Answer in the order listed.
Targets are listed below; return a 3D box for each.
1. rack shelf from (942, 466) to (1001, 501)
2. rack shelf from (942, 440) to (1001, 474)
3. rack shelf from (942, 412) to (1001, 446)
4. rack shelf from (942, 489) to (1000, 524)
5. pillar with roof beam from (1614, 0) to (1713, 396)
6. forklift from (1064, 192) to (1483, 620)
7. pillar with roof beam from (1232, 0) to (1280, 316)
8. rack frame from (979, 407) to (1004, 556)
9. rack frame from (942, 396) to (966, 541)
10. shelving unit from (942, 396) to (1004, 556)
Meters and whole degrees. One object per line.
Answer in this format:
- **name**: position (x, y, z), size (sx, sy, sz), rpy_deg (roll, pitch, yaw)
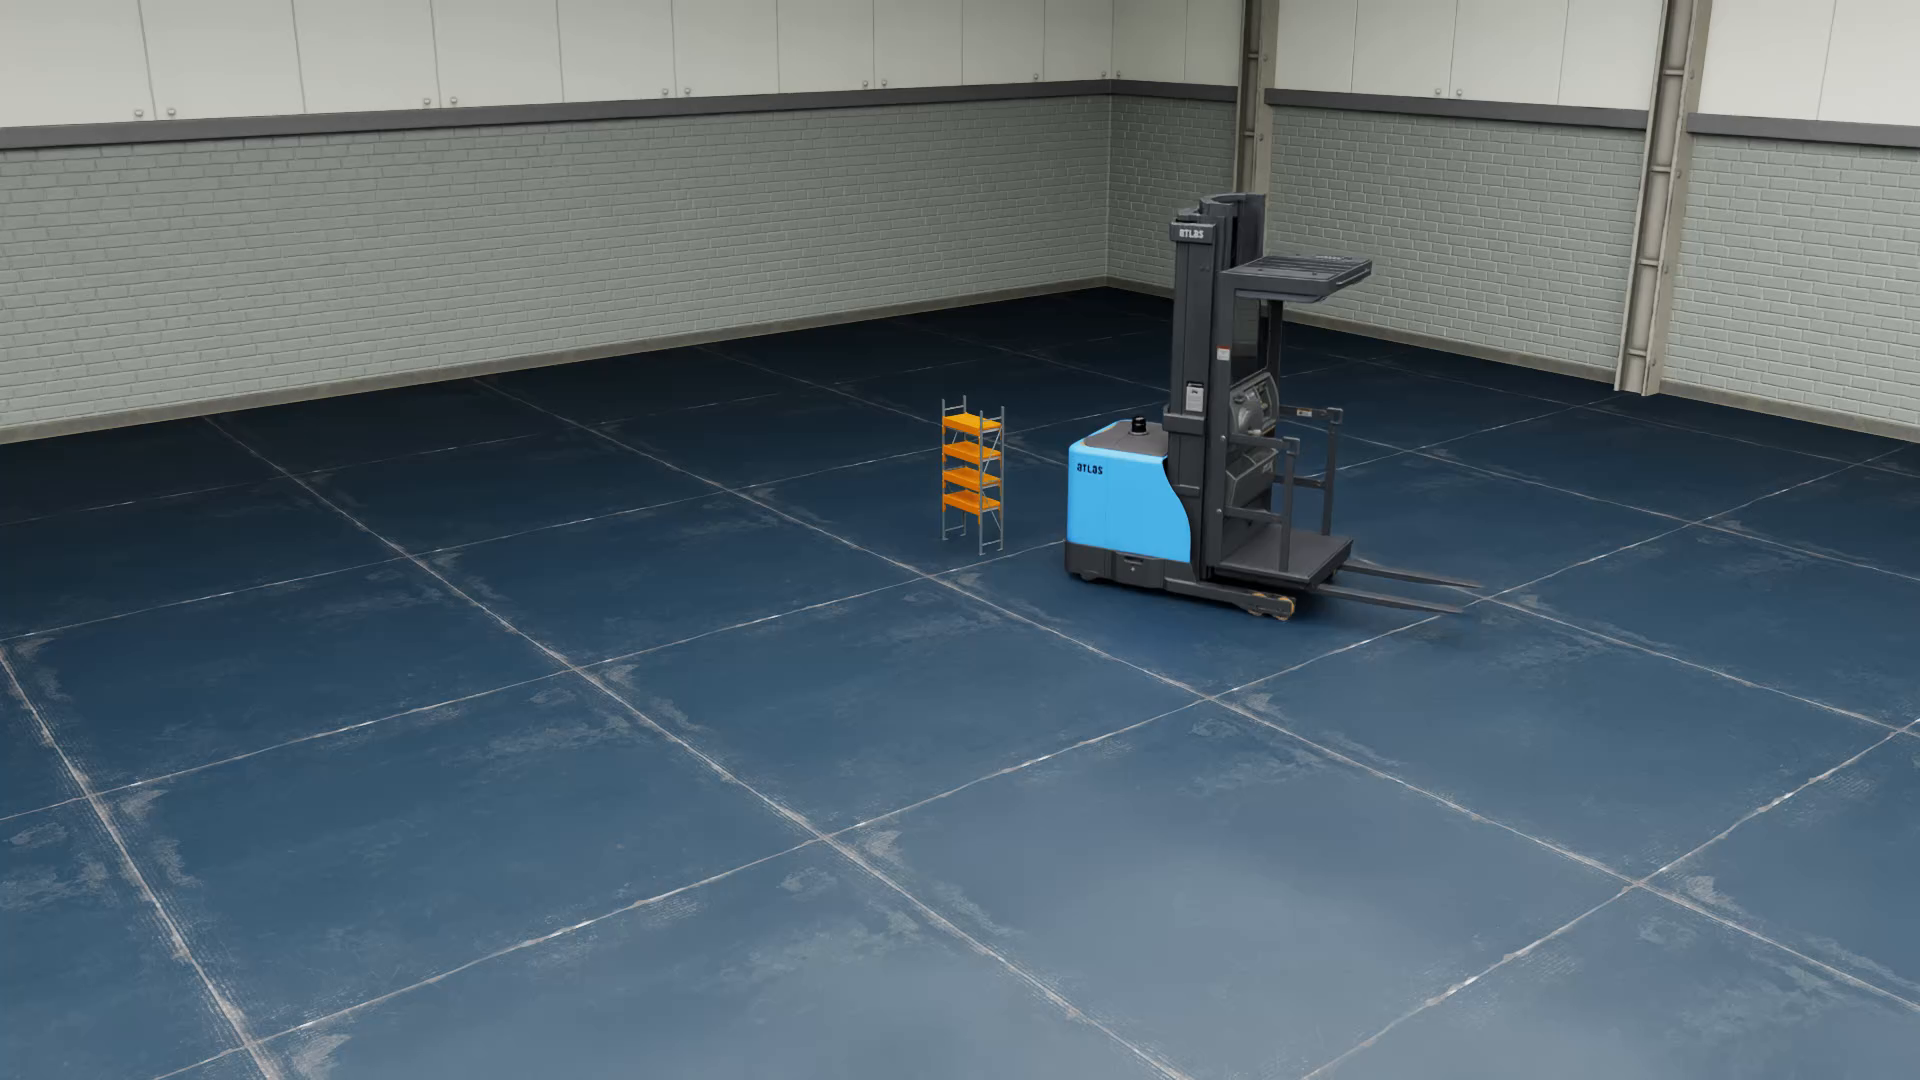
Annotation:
- **rack shelf**: position (0.103, -0.465, 13.572), size (0.258, 0.148, 0.480), rpy_deg (-14, 23, -36)
- **rack shelf**: position (0.103, -0.677, 13.502), size (0.258, 0.148, 0.480), rpy_deg (-14, 23, -36)
- **rack shelf**: position (0.103, -0.902, 13.427), size (0.258, 0.148, 0.480), rpy_deg (-14, 23, -36)
- **rack shelf**: position (0.103, -0.276, 13.634), size (0.258, 0.148, 0.480), rpy_deg (-14, 23, -36)
- **pillar with roof beam**: position (4.356, -5.132, 15.045), size (9.100, 9.000, 0.400), rpy_deg (-14, 23, -36)
- **forklift**: position (2.351, -0.998, 12.212), size (3.031, 2.935, 1.130), rpy_deg (10, 21, 28)
- **pillar with roof beam**: position (0.630, -6.610, 19.510), size (9.100, 9.000, 0.400), rpy_deg (-14, 23, -36)
- **rack frame**: position (0.254, -0.469, 13.369), size (0.240, 1.200, 0.015), rpy_deg (-14, 23, -36)
- **rack frame**: position (-0.049, -0.589, 13.732), size (0.240, 1.200, 0.015), rpy_deg (-14, 23, -36)
- **shelving unit**: position (0.103, -0.529, 13.551), size (0.258, 1.200, 0.503), rpy_deg (-14, 23, -36)
